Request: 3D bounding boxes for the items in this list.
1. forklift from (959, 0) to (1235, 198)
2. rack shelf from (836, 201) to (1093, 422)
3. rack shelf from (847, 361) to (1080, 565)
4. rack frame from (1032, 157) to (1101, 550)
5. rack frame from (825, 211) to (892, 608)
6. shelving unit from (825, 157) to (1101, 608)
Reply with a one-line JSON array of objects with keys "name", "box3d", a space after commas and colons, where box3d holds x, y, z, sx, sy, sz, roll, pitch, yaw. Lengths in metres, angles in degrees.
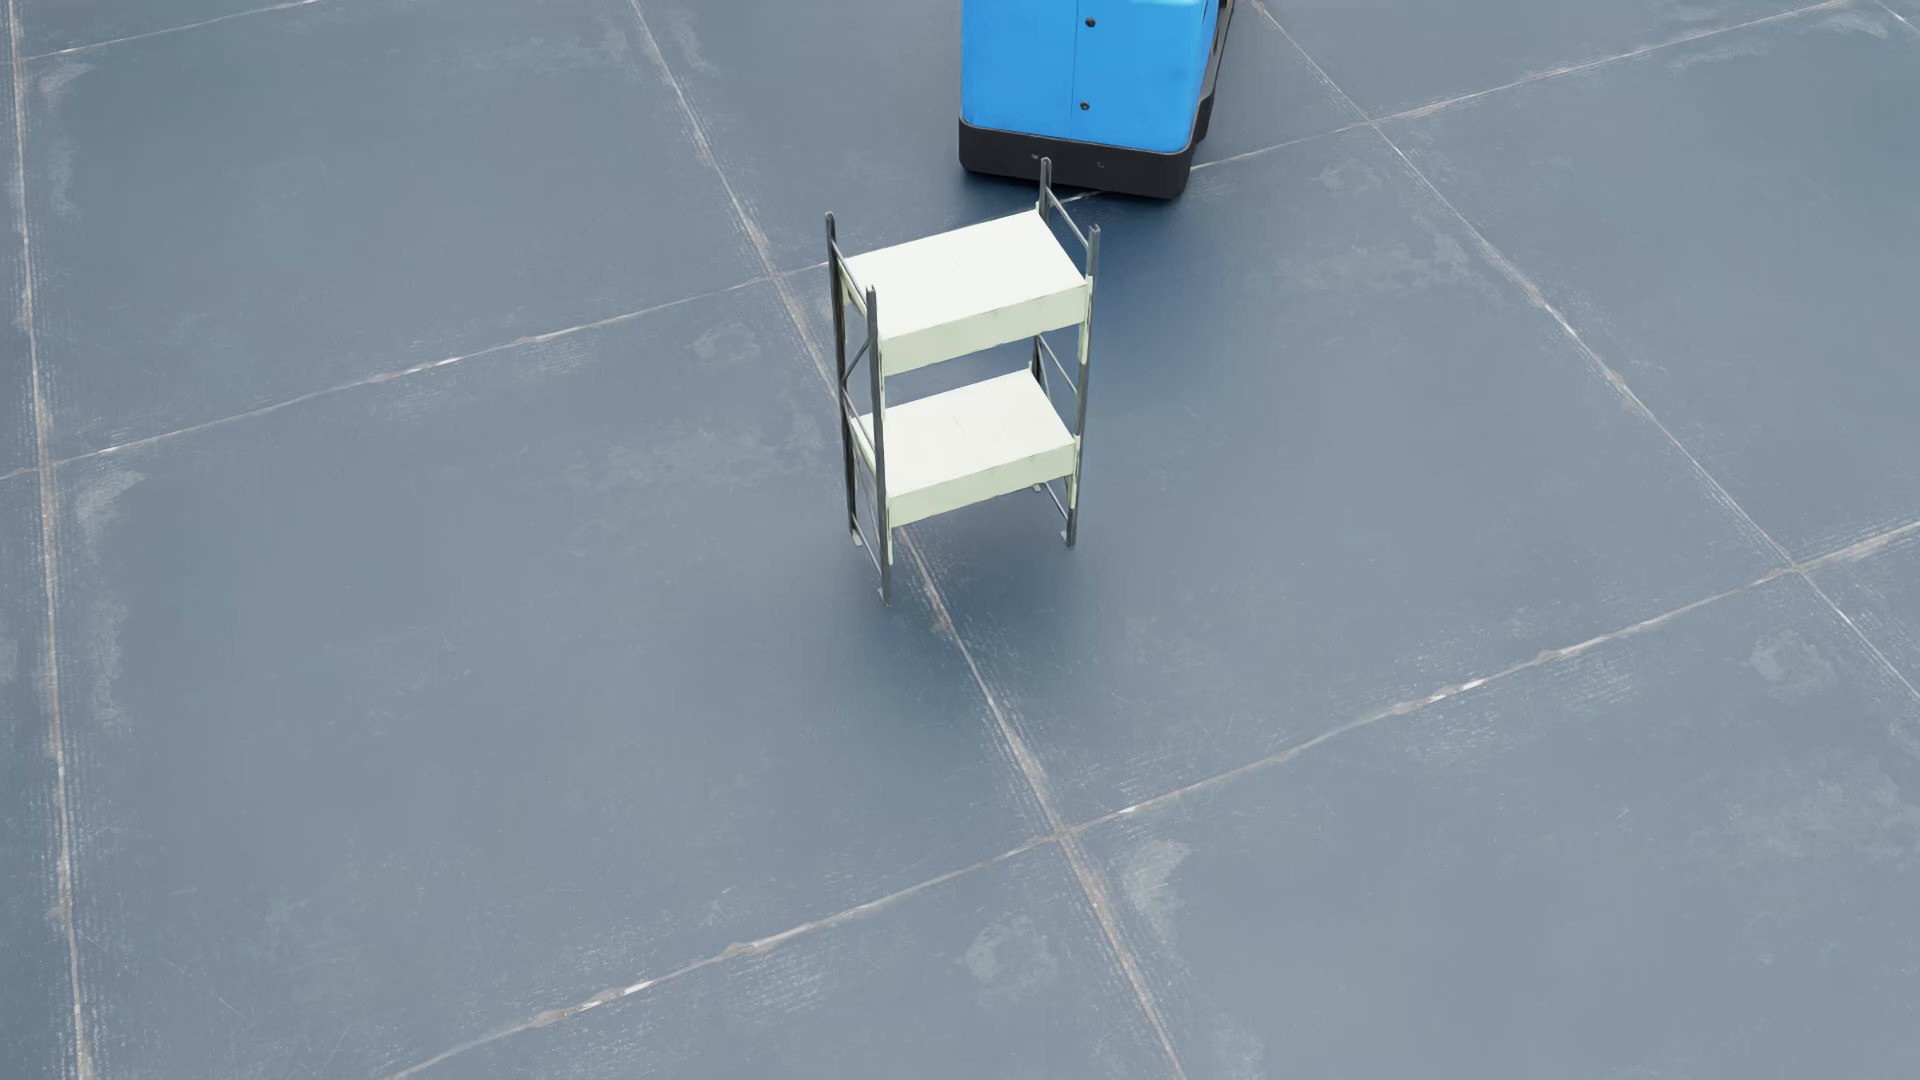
[{"name": "forklift", "box3d": [0.830, -3.636, 7.441, 1.130, 2.935, 3.031, 10, 50, 9]}, {"name": "rack shelf", "box3d": [0.006, -0.745, 5.387, 0.720, 0.370, 0.431, -17, 52, -14]}, {"name": "rack shelf", "box3d": [0.006, -0.278, 5.930, 0.720, 0.370, 0.431, -17, 52, -14]}, {"name": "rack frame", "box3d": [0.345, -0.596, 5.773, 0.023, 1.500, 0.400, -17, 52, -14]}, {"name": "rack frame", "box3d": [-0.333, -0.386, 5.593, 0.023, 1.500, 0.400, -17, 52, -14]}, {"name": "shelving unit", "box3d": [0.006, -0.491, 5.683, 0.755, 1.500, 0.431, -17, 52, -14]}]
